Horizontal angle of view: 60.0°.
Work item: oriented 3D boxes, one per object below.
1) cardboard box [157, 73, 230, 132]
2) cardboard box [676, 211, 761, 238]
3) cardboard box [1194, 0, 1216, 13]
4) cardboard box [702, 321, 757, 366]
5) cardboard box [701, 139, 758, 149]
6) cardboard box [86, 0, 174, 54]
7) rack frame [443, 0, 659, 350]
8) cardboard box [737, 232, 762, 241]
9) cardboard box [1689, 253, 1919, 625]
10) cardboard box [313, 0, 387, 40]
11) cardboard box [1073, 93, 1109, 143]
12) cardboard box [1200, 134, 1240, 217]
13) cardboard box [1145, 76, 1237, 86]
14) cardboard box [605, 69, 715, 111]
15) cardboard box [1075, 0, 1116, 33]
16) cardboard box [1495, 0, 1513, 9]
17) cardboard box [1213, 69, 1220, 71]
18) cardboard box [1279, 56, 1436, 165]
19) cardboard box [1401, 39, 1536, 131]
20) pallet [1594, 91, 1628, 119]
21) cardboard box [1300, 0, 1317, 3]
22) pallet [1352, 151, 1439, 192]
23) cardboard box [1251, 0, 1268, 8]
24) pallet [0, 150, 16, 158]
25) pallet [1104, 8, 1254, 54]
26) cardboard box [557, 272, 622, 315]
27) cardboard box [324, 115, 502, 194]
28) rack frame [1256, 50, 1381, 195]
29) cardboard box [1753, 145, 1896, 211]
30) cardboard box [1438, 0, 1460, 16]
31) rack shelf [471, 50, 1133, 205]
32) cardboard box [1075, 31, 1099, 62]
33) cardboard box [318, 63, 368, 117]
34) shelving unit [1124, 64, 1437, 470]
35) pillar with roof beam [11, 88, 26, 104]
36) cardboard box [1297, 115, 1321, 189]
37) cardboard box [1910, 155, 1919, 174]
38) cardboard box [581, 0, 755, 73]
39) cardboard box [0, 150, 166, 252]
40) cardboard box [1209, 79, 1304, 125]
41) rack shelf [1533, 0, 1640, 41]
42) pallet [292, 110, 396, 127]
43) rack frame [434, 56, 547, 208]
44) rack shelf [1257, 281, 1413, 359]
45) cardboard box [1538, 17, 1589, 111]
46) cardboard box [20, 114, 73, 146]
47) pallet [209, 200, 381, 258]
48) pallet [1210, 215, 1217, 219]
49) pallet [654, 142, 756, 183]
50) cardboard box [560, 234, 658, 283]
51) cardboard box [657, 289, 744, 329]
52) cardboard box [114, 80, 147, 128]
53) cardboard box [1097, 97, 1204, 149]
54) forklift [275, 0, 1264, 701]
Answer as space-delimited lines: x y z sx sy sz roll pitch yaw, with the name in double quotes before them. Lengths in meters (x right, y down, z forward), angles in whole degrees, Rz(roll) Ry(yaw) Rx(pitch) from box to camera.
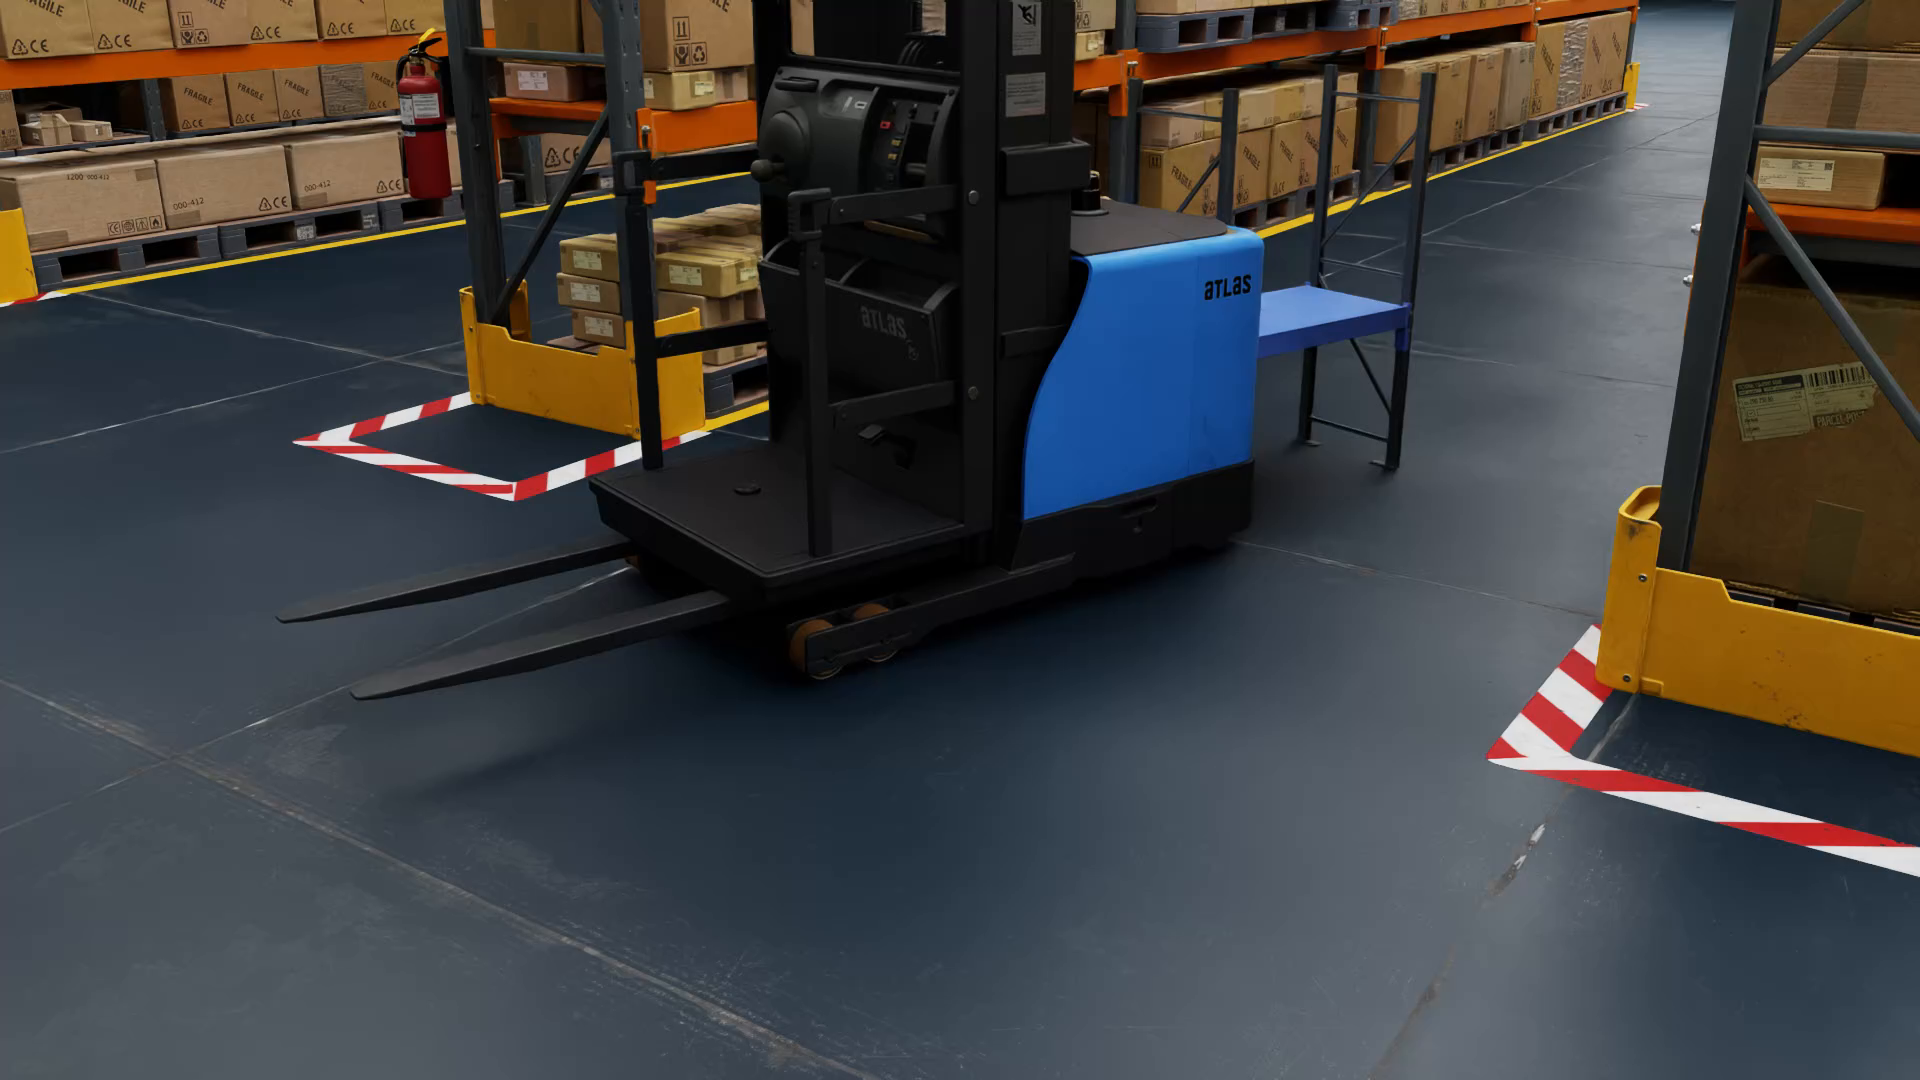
"cardboard box" -7.233 -4.114 15.560 0.500 0.500 0.500 15 25 34
"cardboard box" -1.166 -1.505 8.157 0.380 0.149 0.250 12 24 30
"cardboard box" 1.320 -3.274 10.049 0.380 0.149 0.250 14 24 33
"cardboard box" -1.122 -0.891 7.354 0.380 0.149 0.250 14 24 33
"cardboard box" -2.297 -3.938 14.545 0.875 0.875 0.875 14 24 32
"cardboard box" -5.064 -3.159 9.836 0.500 0.500 0.500 13 24 31
"rack frame" -1.682 -1.943 6.694 1.000 3.000 0.127 13 24 32
"cardboard box" -0.803 -1.316 7.645 0.380 0.149 0.250 13 24 32
"cardboard box" 2.657 -0.346 4.835 0.875 0.875 0.875 13 24 32
"cardboard box" -4.188 -3.595 11.017 0.500 0.500 0.500 13 24 31
"cardboard box" 0.776 -2.730 10.739 0.500 0.250 0.500 13 24 30
"cardboard box" 1.498 -2.428 11.002 0.500 0.500 0.500 15 25 34
"cardboard box" 1.654 -3.179 11.953 0.500 0.250 0.500 13 24 32
"cardboard box" -1.228 -1.854 6.816 0.380 0.149 0.250 13 24 31
"cardboard box" 0.529 -3.083 9.204 0.500 0.500 0.500 13 24 32
"cardboard box" 4.708 -5.086 15.047 0.500 0.500 0.500 13 24 31
"cardboard box" 2.641 -5.193 19.081 0.500 0.500 0.500 -6 21 -15
"cardboard box" 3.232 -3.537 13.642 1.050 0.750 0.750 13 24 31
"cardboard box" 4.789 -4.332 15.791 1.050 0.750 0.750 13 24 32
"pallet" 6.928 -4.981 18.927 1.003 0.211 1.213 13 24 32
"cardboard box" 2.193 -3.719 11.253 0.380 0.149 0.250 14 25 33
"pallet" 3.321 -3.142 13.955 1.003 0.211 1.213 13 24 32
"cardboard box" 1.748 -3.490 10.632 0.380 0.149 0.250 12 23 29
"pallet" -8.763 -3.138 13.944 1.003 0.211 1.213 13 24 32
"pallet" 1.117 -3.192 10.346 1.003 0.211 1.213 13 24 32
"cardboard box" -1.621 -1.150 7.624 0.380 0.149 0.250 13 24 30
"cardboard box" -4.025 -2.863 12.270 0.875 0.438 0.875 13 24 31
"rack frame" 2.815 -4.238 12.900 1.000 3.000 0.127 13 24 32
"cardboard box" 2.291 -0.995 4.494 0.380 0.149 0.250 14 24 33
"cardboard box" 3.858 -4.653 13.875 0.500 0.500 0.500 13 24 32
"rack shelf" -0.557 -2.179 8.370 1.077 0.370 4.000 13 24 32
"cardboard box" 0.545 -2.750 9.238 0.380 0.149 0.250 13 24 30
"cardboard box" -6.361 -4.558 16.762 0.500 0.500 0.500 12 24 30
"shelving unit" 1.154 -0.943 6.153 1.048 1.500 0.538 -15 25 -35
"pillar with roof beam" -5.267 -6.944 11.567 9.100 9.000 0.400 13 24 32
"cardboard box" 2.367 -2.875 12.211 0.500 0.500 0.500 14 25 34
"cardboard box" 2.720 -1.214 5.085 0.380 0.149 0.250 14 24 33
"cardboard box" -1.201 -2.204 6.828 0.500 0.500 0.500 15 25 34
"cardboard box" -5.544 -2.084 10.162 0.875 0.438 0.875 12 24 30
"cardboard box" 2.074 -3.078 11.678 0.500 0.250 0.500 14 24 33
"rack shelf" 6.188 -5.623 17.678 1.077 0.370 4.000 13 24 32
"pallet" -6.580 -4.278 17.027 1.003 0.211 1.213 13 24 32
"rack frame" -3.584 -4.027 12.328 1.000 3.000 0.127 13 24 32
"rack shelf" 1.154 -0.774 6.215 1.000 0.185 0.538 -15 25 -35
"cardboard box" 5.979 -5.013 17.450 0.875 0.875 0.875 13 24 32
"cardboard box" -7.962 -3.589 14.480 0.396 0.266 0.258 14 25 34
"pallet" -4.761 -2.165 11.313 1.003 0.211 1.213 13 24 32
"pallet" 1.003 -2.007 10.885 1.003 0.211 1.213 13 24 32
"pallet" -2.527 -3.307 14.401 1.003 0.211 1.213 13 24 32
"cardboard box" -1.594 -1.283 7.557 0.380 0.149 0.250 14 24 32
"cardboard box" -1.175 -1.043 7.335 0.380 0.149 0.250 14 25 34
"cardboard box" -7.660 -4.217 15.840 0.500 0.500 0.500 13 24 32
"cardboard box" 1.201 -2.628 10.461 0.500 0.250 0.500 12 23 29
"forklift" -0.477 -1.187 4.750 3.031 2.935 1.130 -15 25 -35
